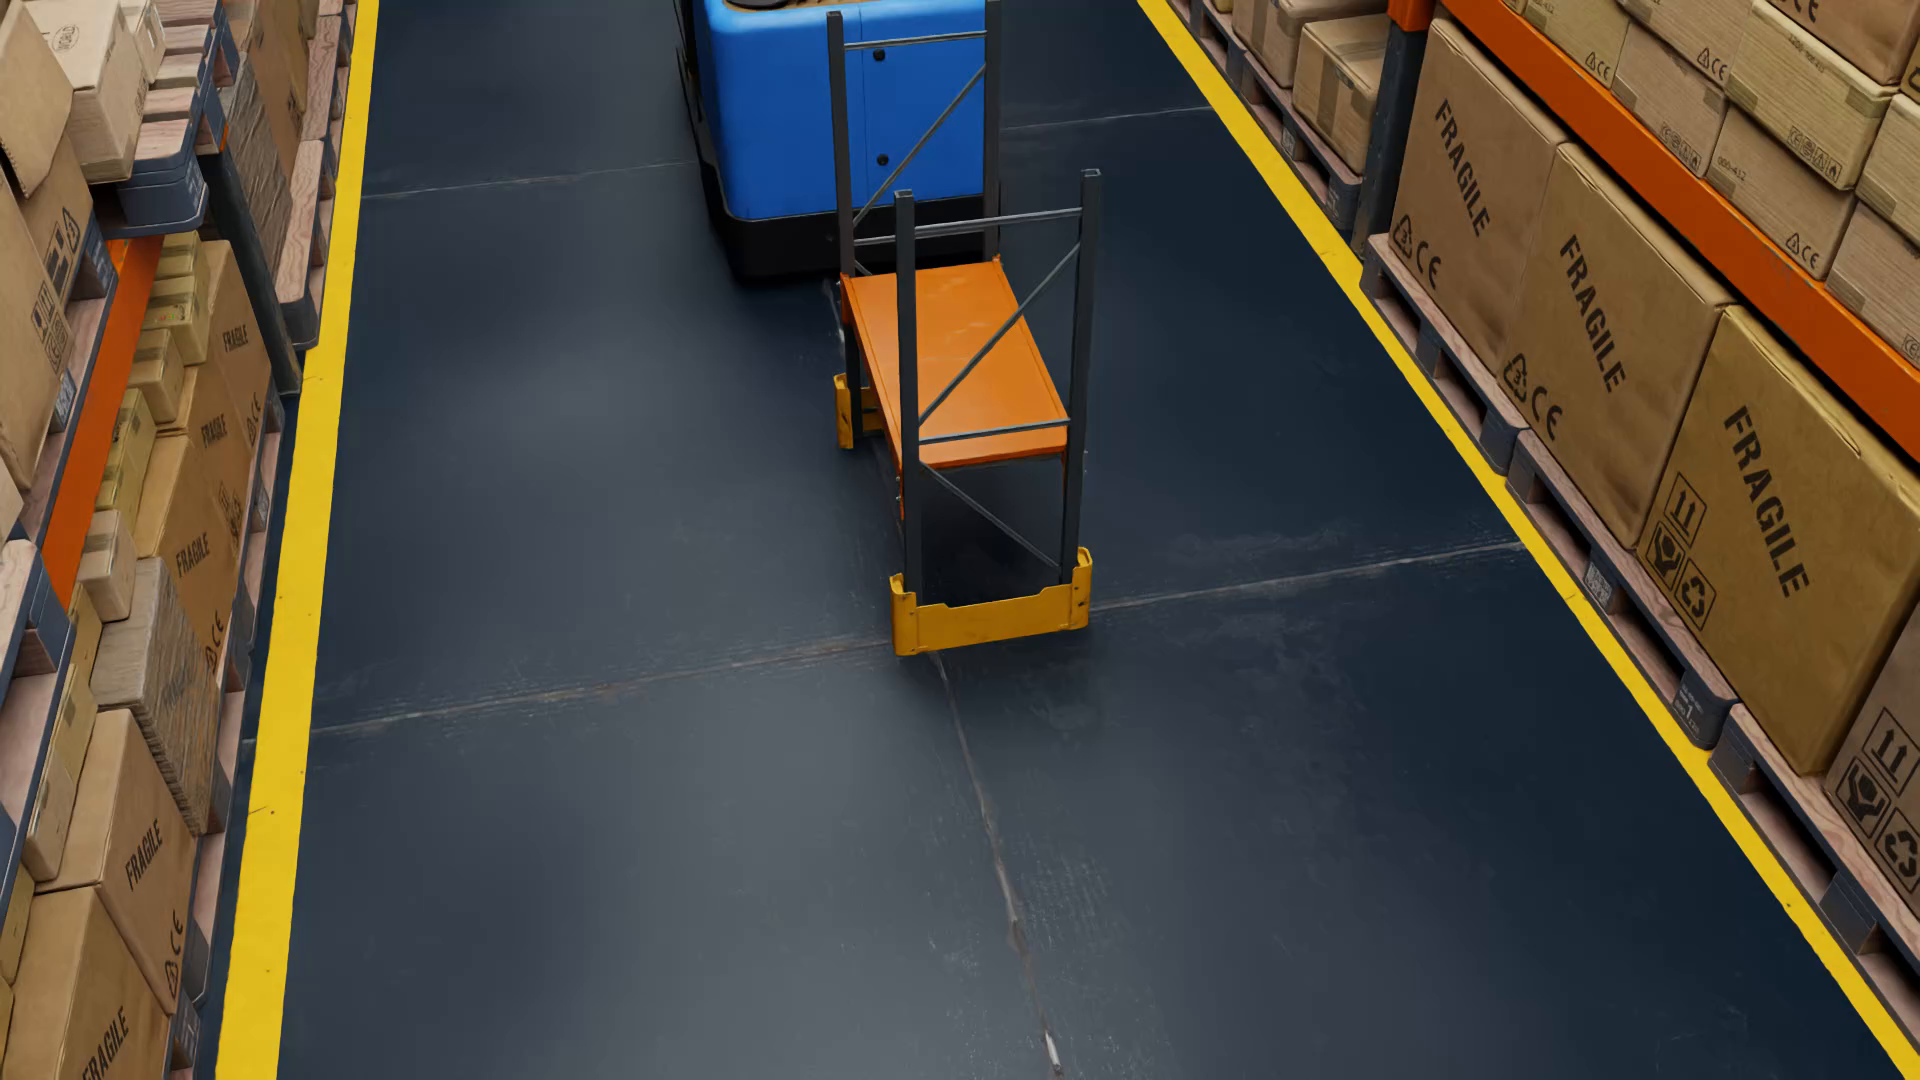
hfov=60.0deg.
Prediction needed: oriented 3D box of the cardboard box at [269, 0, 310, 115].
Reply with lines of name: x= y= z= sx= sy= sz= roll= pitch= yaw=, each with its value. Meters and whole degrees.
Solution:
cardboard box: x=-3.225 y=-2.128 z=6.861 sx=0.875 sy=0.625 sz=0.625 roll=-10 pitch=43 yaw=-11

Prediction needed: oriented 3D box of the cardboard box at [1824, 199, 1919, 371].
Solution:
cardboard box: x=2.358 y=-0.574 z=3.750 sx=0.500 sy=0.250 sz=0.500 roll=-9 pitch=42 yaw=-10

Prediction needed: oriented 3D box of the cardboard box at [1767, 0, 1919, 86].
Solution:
cardboard box: x=2.223 y=-1.379 z=3.716 sx=0.500 sy=0.500 sz=0.500 roll=-8 pitch=42 yaw=-9

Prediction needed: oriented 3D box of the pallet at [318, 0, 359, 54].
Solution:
pallet: x=-3.476 y=-2.672 z=8.101 sx=1.003 sy=0.211 sz=1.213 roll=-8 pitch=42 yaw=-9

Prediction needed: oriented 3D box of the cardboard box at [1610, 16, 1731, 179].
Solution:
cardboard box: x=2.132 y=-1.227 z=4.486 sx=0.500 sy=0.250 sz=0.500 roll=-7 pitch=42 yaw=-8

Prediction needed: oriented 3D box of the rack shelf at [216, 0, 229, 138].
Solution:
rack shelf: x=-3.241 y=-2.622 z=6.486 sx=1.077 sy=0.370 sz=4.000 roll=-8 pitch=42 yaw=-9

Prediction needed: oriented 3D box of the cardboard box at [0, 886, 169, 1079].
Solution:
cardboard box: x=-1.955 y=1.087 z=3.333 sx=0.500 sy=0.500 sz=0.500 roll=-9 pitch=42 yaw=-10

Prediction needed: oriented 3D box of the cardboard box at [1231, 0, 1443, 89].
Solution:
cardboard box: x=1.757 y=-2.327 z=7.275 sx=0.950 sy=0.372 sz=0.625 roll=-9 pitch=42 yaw=-10

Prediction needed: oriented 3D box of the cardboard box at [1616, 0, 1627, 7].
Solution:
cardboard box: x=2.015 y=-1.740 z=4.687 sx=0.500 sy=0.250 sz=0.500 roll=-7 pitch=42 yaw=-8

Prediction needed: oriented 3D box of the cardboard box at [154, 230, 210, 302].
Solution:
cardboard box: x=-2.455 y=-0.775 z=4.942 sx=0.380 sy=0.149 sz=0.250 roll=-10 pitch=43 yaw=-11

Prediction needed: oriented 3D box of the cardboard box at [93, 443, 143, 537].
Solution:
cardboard box: x=-2.285 y=-0.087 z=4.166 sx=0.380 sy=0.149 sz=0.250 roll=-9 pitch=42 yaw=-10

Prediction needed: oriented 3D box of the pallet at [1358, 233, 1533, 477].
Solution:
pallet: x=2.133 y=-0.743 z=5.928 sx=1.003 sy=0.211 sz=1.213 roll=-8 pitch=42 yaw=-9

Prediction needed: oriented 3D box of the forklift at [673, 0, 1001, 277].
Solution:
forklift: x=-0.667 y=-3.076 z=6.507 sx=1.130 sy=2.935 sz=3.031 roll=-8 pitch=42 yaw=-9

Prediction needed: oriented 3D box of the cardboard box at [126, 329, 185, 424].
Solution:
cardboard box: x=-2.352 y=-0.426 z=4.548 sx=0.380 sy=0.149 sz=0.250 roll=-10 pitch=43 yaw=-11

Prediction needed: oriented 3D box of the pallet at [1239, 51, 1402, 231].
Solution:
pallet: x=1.869 y=-1.772 z=7.087 sx=1.003 sy=0.211 sz=1.213 roll=-8 pitch=42 yaw=-9

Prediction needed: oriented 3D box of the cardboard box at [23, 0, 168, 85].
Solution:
cardboard box: x=-2.293 y=-1.287 z=4.313 sx=0.380 sy=0.149 sz=0.250 roll=-8 pitch=42 yaw=-8

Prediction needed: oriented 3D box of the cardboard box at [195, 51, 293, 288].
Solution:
cardboard box: x=-2.931 y=-1.270 z=5.893 sx=0.875 sy=0.625 sz=0.625 roll=-7 pitch=42 yaw=-8

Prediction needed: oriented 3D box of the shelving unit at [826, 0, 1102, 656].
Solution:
shelving unit: x=-0.016 y=-0.610 z=4.808 sx=0.587 sy=1.500 sz=1.083 roll=-8 pitch=42 yaw=-9

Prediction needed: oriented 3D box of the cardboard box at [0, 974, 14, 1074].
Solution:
cardboard box: x=-1.965 y=0.930 z=3.021 sx=0.380 sy=0.149 sz=0.250 roll=-10 pitch=43 yaw=-12

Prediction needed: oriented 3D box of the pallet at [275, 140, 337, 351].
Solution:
pallet: x=-2.949 y=-1.091 z=6.320 sx=1.003 sy=0.211 sz=1.213 roll=-8 pitch=42 yaw=-9

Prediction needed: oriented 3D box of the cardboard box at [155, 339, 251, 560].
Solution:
cardboard box: x=-2.410 y=-0.247 z=4.836 sx=0.500 sy=0.500 sz=0.500 roll=-9 pitch=42 yaw=-10

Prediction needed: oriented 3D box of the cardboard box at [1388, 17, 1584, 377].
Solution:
cardboard box: x=2.105 y=-1.211 z=5.639 sx=0.875 sy=0.875 sz=0.875 roll=-9 pitch=42 yaw=-10

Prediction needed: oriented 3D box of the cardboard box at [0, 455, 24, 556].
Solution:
cardboard box: x=-1.871 y=-0.064 z=2.847 sx=0.396 sy=0.266 sz=0.258 roll=-6 pitch=42 yaw=-7

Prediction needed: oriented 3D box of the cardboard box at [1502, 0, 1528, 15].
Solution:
cardboard box: x=1.897 y=-1.899 z=5.242 sx=0.500 sy=0.250 sz=0.500 roll=-9 pitch=42 yaw=-10

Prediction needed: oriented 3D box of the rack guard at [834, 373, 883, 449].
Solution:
rack guard: x=-0.124 y=-0.466 z=5.586 sx=0.587 sy=0.250 sz=0.087 roll=-8 pitch=42 yaw=-9

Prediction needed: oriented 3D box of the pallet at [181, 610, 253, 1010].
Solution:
pallet: x=-2.425 y=0.727 z=4.272 sx=1.003 sy=0.211 sz=1.213 roll=-8 pitch=42 yaw=-9

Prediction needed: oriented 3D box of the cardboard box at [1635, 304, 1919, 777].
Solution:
cardboard box: x=2.485 y=-0.053 z=4.334 sx=0.875 sy=0.875 sz=0.875 roll=-7 pitch=42 yaw=-8

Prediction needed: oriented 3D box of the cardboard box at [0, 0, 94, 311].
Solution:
cardboard box: x=-2.276 y=-0.758 z=3.451 sx=0.797 sy=0.503 sz=0.637 roll=-9 pitch=42 yaw=-10

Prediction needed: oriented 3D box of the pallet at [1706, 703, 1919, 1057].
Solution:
pallet: x=2.660 y=0.838 z=4.147 sx=1.003 sy=0.211 sz=1.213 roll=-8 pitch=42 yaw=-9

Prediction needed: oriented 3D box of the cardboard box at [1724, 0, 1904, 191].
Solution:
cardboard box: x=2.207 y=-1.084 z=3.948 sx=0.500 sy=0.250 sz=0.500 roll=-8 pitch=42 yaw=-9

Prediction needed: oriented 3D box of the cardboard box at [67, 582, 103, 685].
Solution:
cardboard box: x=-2.193 y=0.255 z=3.781 sx=0.380 sy=0.149 sz=0.250 roll=-8 pitch=42 yaw=-9

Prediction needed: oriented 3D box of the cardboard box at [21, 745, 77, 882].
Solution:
cardboard box: x=-2.055 y=0.587 z=3.407 sx=0.380 sy=0.149 sz=0.250 roll=-8 pitch=42 yaw=-9

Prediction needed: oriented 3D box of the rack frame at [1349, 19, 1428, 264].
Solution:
rack frame: x=2.037 y=-2.308 z=5.591 sx=1.000 sy=3.000 sz=0.127 roll=-8 pitch=42 yaw=-9

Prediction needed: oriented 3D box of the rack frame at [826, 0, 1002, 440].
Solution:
rack frame: x=-0.128 y=-0.946 z=5.186 sx=0.500 sy=1.500 sz=0.032 roll=-8 pitch=42 yaw=-9

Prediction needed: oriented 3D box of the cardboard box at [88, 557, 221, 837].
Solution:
cardboard box: x=-2.165 y=0.425 z=4.078 sx=0.500 sy=0.500 sz=0.500 roll=-10 pitch=43 yaw=-11

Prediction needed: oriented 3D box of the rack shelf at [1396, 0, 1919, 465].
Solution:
rack shelf: x=2.468 y=-0.743 z=4.369 sx=1.077 sy=0.370 sz=4.000 roll=-8 pitch=42 yaw=-9

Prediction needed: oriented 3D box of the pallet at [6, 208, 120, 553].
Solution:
pallet: x=-2.385 y=-0.263 z=3.431 sx=1.003 sy=0.211 sz=1.213 roll=-8 pitch=42 yaw=-9
